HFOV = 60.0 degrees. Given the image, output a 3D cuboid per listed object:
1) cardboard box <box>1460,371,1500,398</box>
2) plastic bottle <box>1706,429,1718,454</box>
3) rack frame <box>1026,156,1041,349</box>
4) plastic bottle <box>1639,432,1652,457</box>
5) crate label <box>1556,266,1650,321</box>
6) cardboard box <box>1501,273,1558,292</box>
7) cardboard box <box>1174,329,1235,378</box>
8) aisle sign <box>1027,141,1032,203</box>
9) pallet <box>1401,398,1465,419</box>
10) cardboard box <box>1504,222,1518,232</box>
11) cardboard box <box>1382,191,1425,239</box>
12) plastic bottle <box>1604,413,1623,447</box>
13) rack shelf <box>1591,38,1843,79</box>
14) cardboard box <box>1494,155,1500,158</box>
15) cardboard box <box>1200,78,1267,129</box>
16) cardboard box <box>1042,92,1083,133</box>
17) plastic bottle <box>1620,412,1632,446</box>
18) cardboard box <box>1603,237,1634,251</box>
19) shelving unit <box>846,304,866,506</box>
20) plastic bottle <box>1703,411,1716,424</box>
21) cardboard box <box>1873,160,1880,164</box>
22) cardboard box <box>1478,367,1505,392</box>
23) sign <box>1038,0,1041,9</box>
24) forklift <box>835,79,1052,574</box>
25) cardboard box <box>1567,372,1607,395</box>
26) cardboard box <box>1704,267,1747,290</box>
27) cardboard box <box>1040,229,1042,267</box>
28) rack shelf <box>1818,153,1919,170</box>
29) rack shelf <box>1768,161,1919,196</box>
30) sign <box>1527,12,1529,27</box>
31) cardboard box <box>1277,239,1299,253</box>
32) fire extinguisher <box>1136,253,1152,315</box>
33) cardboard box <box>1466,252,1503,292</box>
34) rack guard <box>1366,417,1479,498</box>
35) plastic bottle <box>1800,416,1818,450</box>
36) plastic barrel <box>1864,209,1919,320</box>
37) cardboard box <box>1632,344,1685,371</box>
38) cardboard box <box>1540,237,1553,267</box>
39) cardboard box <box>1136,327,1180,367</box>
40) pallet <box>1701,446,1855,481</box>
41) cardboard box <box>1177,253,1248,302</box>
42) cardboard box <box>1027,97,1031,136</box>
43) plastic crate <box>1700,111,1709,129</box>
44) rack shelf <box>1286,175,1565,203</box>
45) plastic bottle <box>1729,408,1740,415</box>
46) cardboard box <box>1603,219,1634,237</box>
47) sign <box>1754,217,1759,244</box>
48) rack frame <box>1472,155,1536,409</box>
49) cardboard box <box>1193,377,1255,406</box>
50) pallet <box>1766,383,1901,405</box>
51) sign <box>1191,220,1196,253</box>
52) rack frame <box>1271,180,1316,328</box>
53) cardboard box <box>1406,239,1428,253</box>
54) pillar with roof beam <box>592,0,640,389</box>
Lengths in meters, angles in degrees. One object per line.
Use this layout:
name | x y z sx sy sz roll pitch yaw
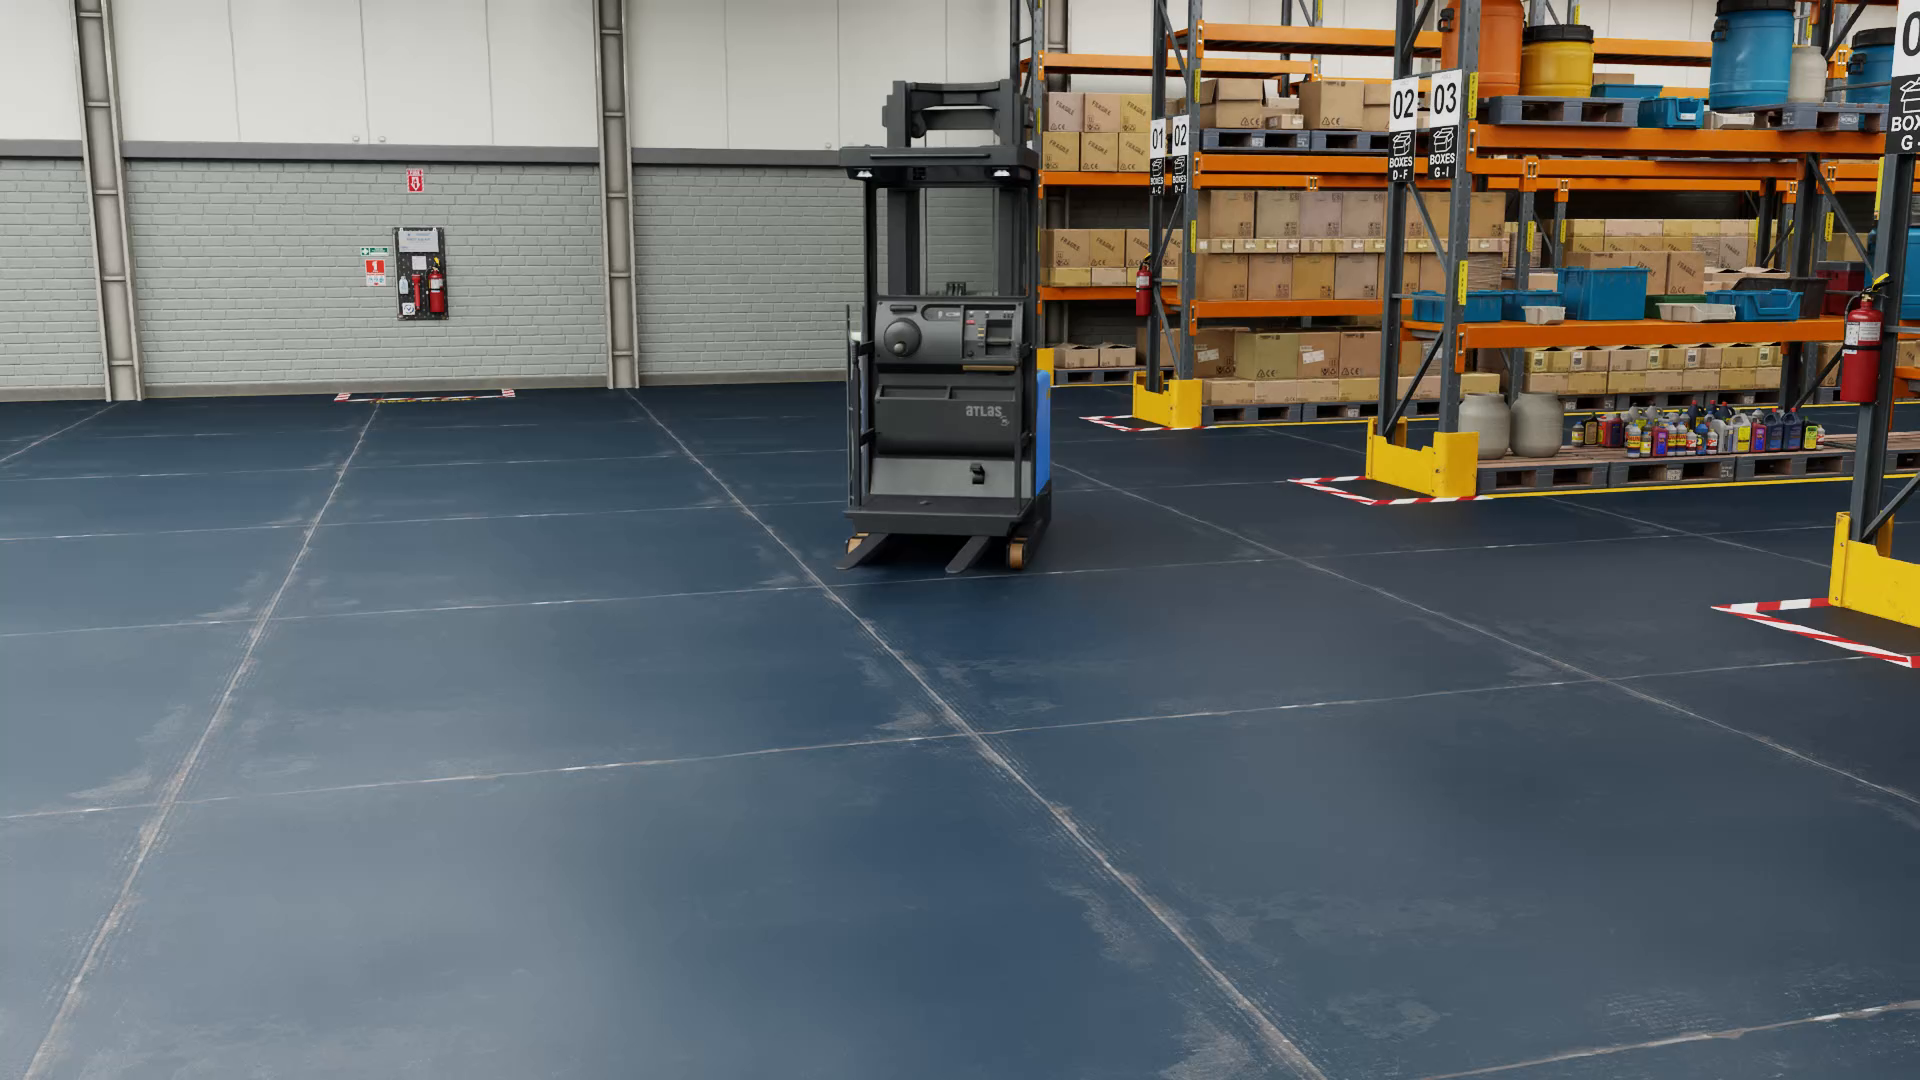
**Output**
cardboard box | 5.710 -1.753 18.716 0.500 0.250 0.500 -3 11 -16
plastic bottle | 6.180 -0.812 13.684 0.097 0.201 0.097 0 10 0
rack frame | 0.866 -3.618 22.416 0.127 3.000 1.000 -3 11 -16
plastic bottle | 5.562 -0.779 13.507 0.097 0.201 0.097 0 10 0
crate label | 5.326 -2.054 13.819 0.616 0.435 0.502 -3 11 -16
cardboard box | 6.555 -2.919 19.029 0.500 0.250 0.500 -2 11 -12
cardboard box | 2.686 -2.059 18.311 0.500 0.500 0.500 -3 11 -16
aisle sign | 0.880 -4.841 21.878 0.004 0.787 0.394 -3 11 -16
pallet | 5.319 -1.556 18.913 1.213 0.211 1.003 -3 11 -16
cardboard box | 7.919 -4.566 24.282 0.250 0.149 0.380 -5 12 -25
cardboard box | 4.704 -3.572 18.308 0.500 0.500 0.700 -3 11 -16
plastic bottle | 5.556 -0.935 14.129 0.133 0.283 0.061 -3 11 -16
rack shelf | 8.015 -5.461 18.947 4.000 0.370 1.077 -3 11 -16
cardboard box | 7.791 -5.561 24.352 0.500 0.500 0.500 -3 11 -16
cardboard box | 2.807 -4.587 17.562 0.637 0.503 0.797 -2 11 -12
cardboard box | 1.303 -5.622 21.920 0.500 0.500 0.500 -4 11 -20
plastic bottle | 5.658 -0.957 14.268 0.135 0.276 0.152 -3 11 -18
cardboard box | 9.590 -4.233 24.605 0.500 0.500 0.500 -3 11 -14
shelving unit | -0.399 -0.949 12.049 0.755 1.500 0.431 -4 11 -20
plastic bottle | 6.479 -0.976 14.384 0.097 0.271 0.097 0 10 0
cardboard box | 10.834 -4.740 19.950 0.500 0.500 0.910 -3 11 -16
cardboard box | 6.412 -1.885 19.438 0.500 0.250 0.500 -3 11 -16
sign | 1.017 -6.973 21.269 0.005 0.325 0.100 -3 11 -16
forklift | -0.098 -1.330 10.175 1.130 2.935 3.031 2 11 9
cardboard box | 7.042 -1.817 19.066 0.500 0.250 0.500 -3 11 -15
cardboard box | 9.022 -3.107 19.884 0.500 0.311 0.500 -3 11 -17
cardboard box | 1.259 -3.984 22.690 0.500 0.500 0.500 -3 11 -17
rack shelf | 9.396 -3.321 14.504 4.000 0.370 1.077 -3 11 -16
rack shelf | 11.855 -4.385 20.282 4.000 0.370 1.077 -3 11 -16
sign | 8.388 -7.607 24.496 0.005 0.325 0.100 -3 11 -16
cardboard box | 3.426 -3.147 17.786 0.250 0.149 0.380 -3 11 -17
fire extinguisher | 2.011 -2.794 18.153 0.183 0.674 0.296 -3 11 -16
cardboard box | 5.670 -2.985 18.702 0.500 0.500 0.700 -3 11 -17
rack guard | 3.695 -0.679 13.353 0.348 0.500 1.175 -3 11 -16
plastic bottle | 7.106 -0.897 13.923 0.133 0.283 0.061 -2 11 -13
plastic barrel | 7.931 -2.312 13.935 0.708 0.901 0.600 -3 11 -16
cardboard box | 8.037 -2.145 19.301 0.500 0.311 0.500 -3 11 -14
cardboard box | 8.927 -4.298 24.956 0.500 0.500 0.500 -3 11 -16
cardboard box | 2.821 -2.682 23.019 0.500 0.500 0.700 -4 11 -20
pallet | 6.819 -0.700 14.268 1.213 0.211 1.003 -3 11 -16
cardboard box | 2.706 -2.828 17.847 0.500 0.500 0.700 -3 11 -16
cardboard box | 1.207 -5.712 22.409 0.500 0.500 0.500 -3 11 -13
plastic crate | 5.884 -3.437 13.732 0.450 0.188 0.336 -3 11 -16
rack shelf | 6.627 -5.043 23.859 4.000 0.370 1.077 -3 11 -16
plastic bottle | 6.744 -1.014 14.579 0.135 0.276 0.152 -3 11 -14
cardboard box | 9.571 -4.603 24.539 0.500 0.250 0.500 -3 11 -17
sign | 9.774 -3.787 20.351 0.005 0.325 0.100 -3 11 -16
rack frame | 6.094 -2.960 18.839 0.127 3.000 1.000 -3 11 -16
cardboard box | 2.831 -1.600 17.888 0.500 0.250 0.500 -3 11 -16
pallet | 10.662 -1.822 20.361 1.213 0.211 1.003 -3 11 -16
sign | 2.403 -3.125 17.128 0.005 0.325 0.100 -3 11 -16
rack frame | 4.706 -3.821 23.516 0.127 3.000 1.000 -3 11 -16
cardboard box | 4.916 -3.226 18.216 0.250 0.149 0.380 -3 11 -16
pillar with roof beam | -3.262 -5.703 17.168 0.400 9.000 9.100 -3 11 -16
